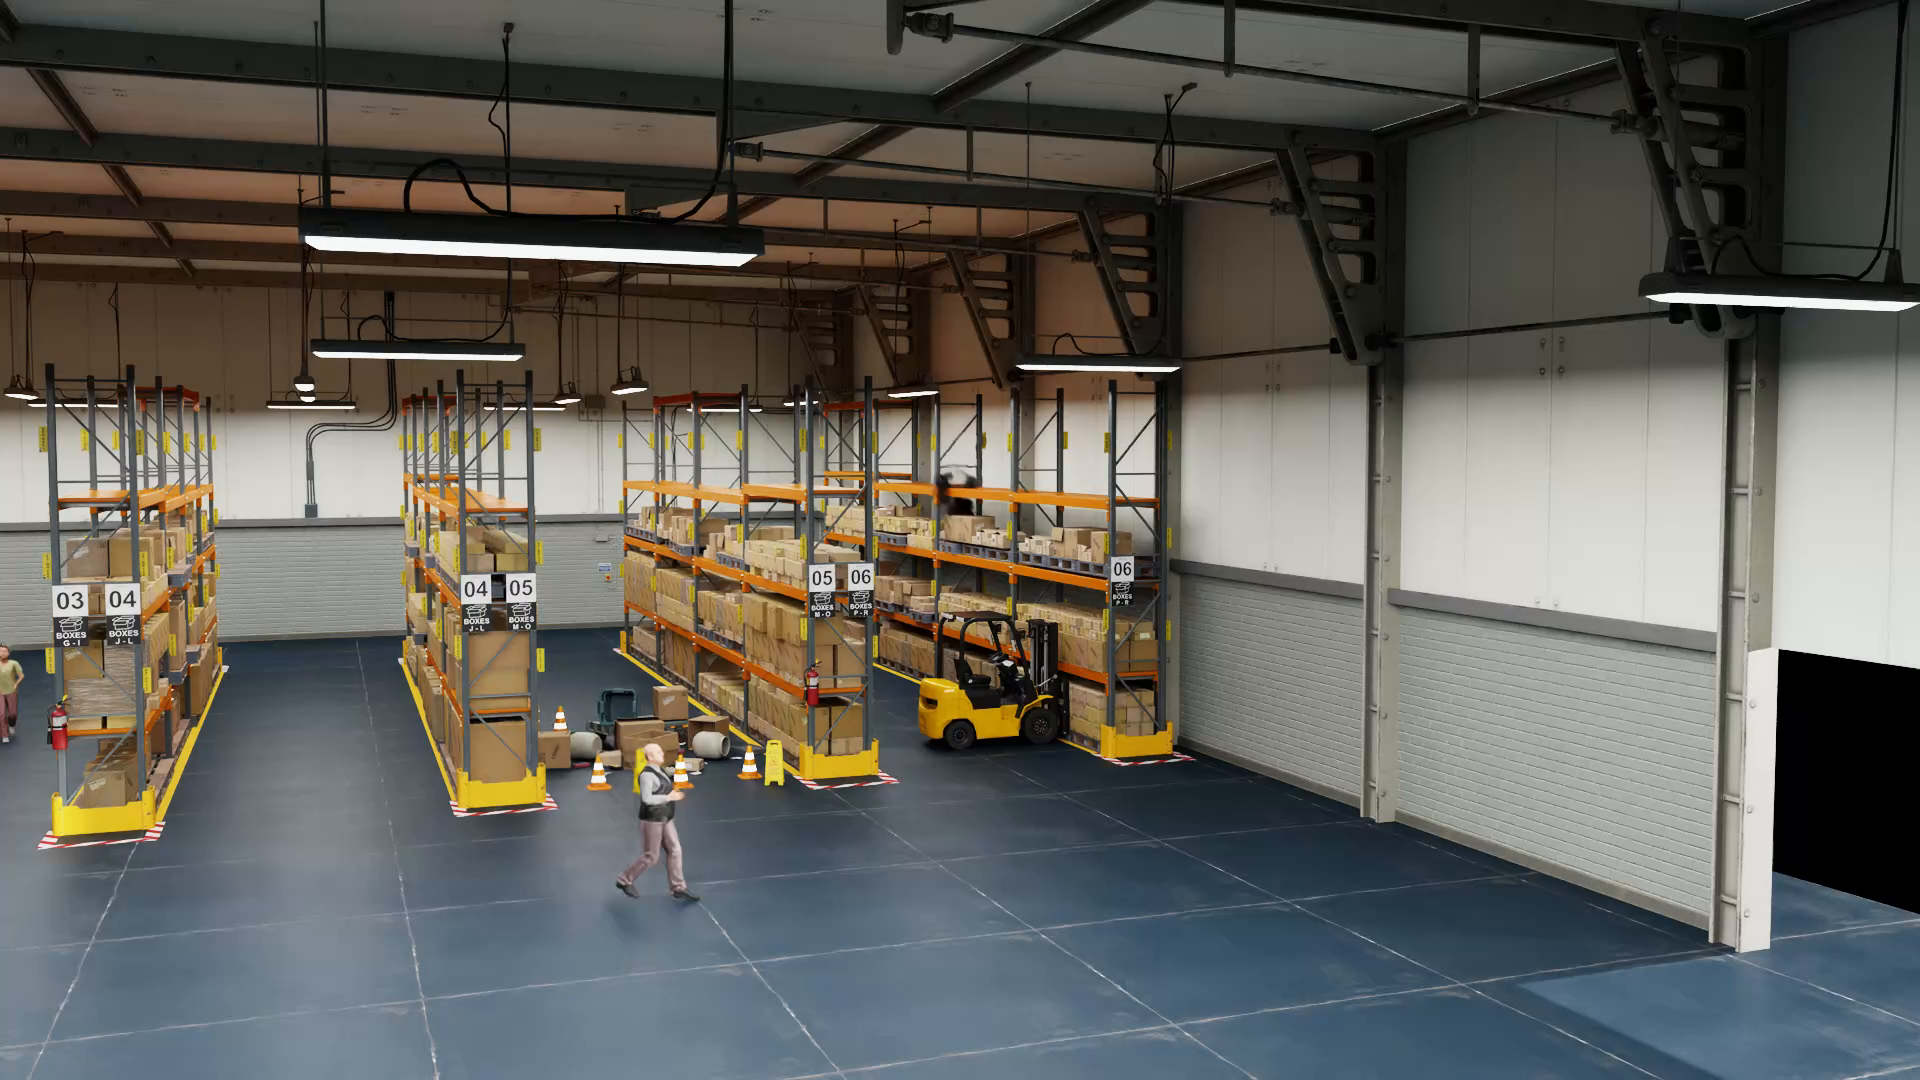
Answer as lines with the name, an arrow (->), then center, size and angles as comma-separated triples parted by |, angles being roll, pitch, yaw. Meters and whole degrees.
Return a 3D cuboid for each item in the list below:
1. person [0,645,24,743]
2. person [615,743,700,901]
person -> -15.988, 2.562, 27.818 | 0.580, 1.619, 0.609 | -2, 4, -29
person -> -3.284, 3.057, 18.015 | 0.906, 1.713, 0.661 | 1, 3, 9
